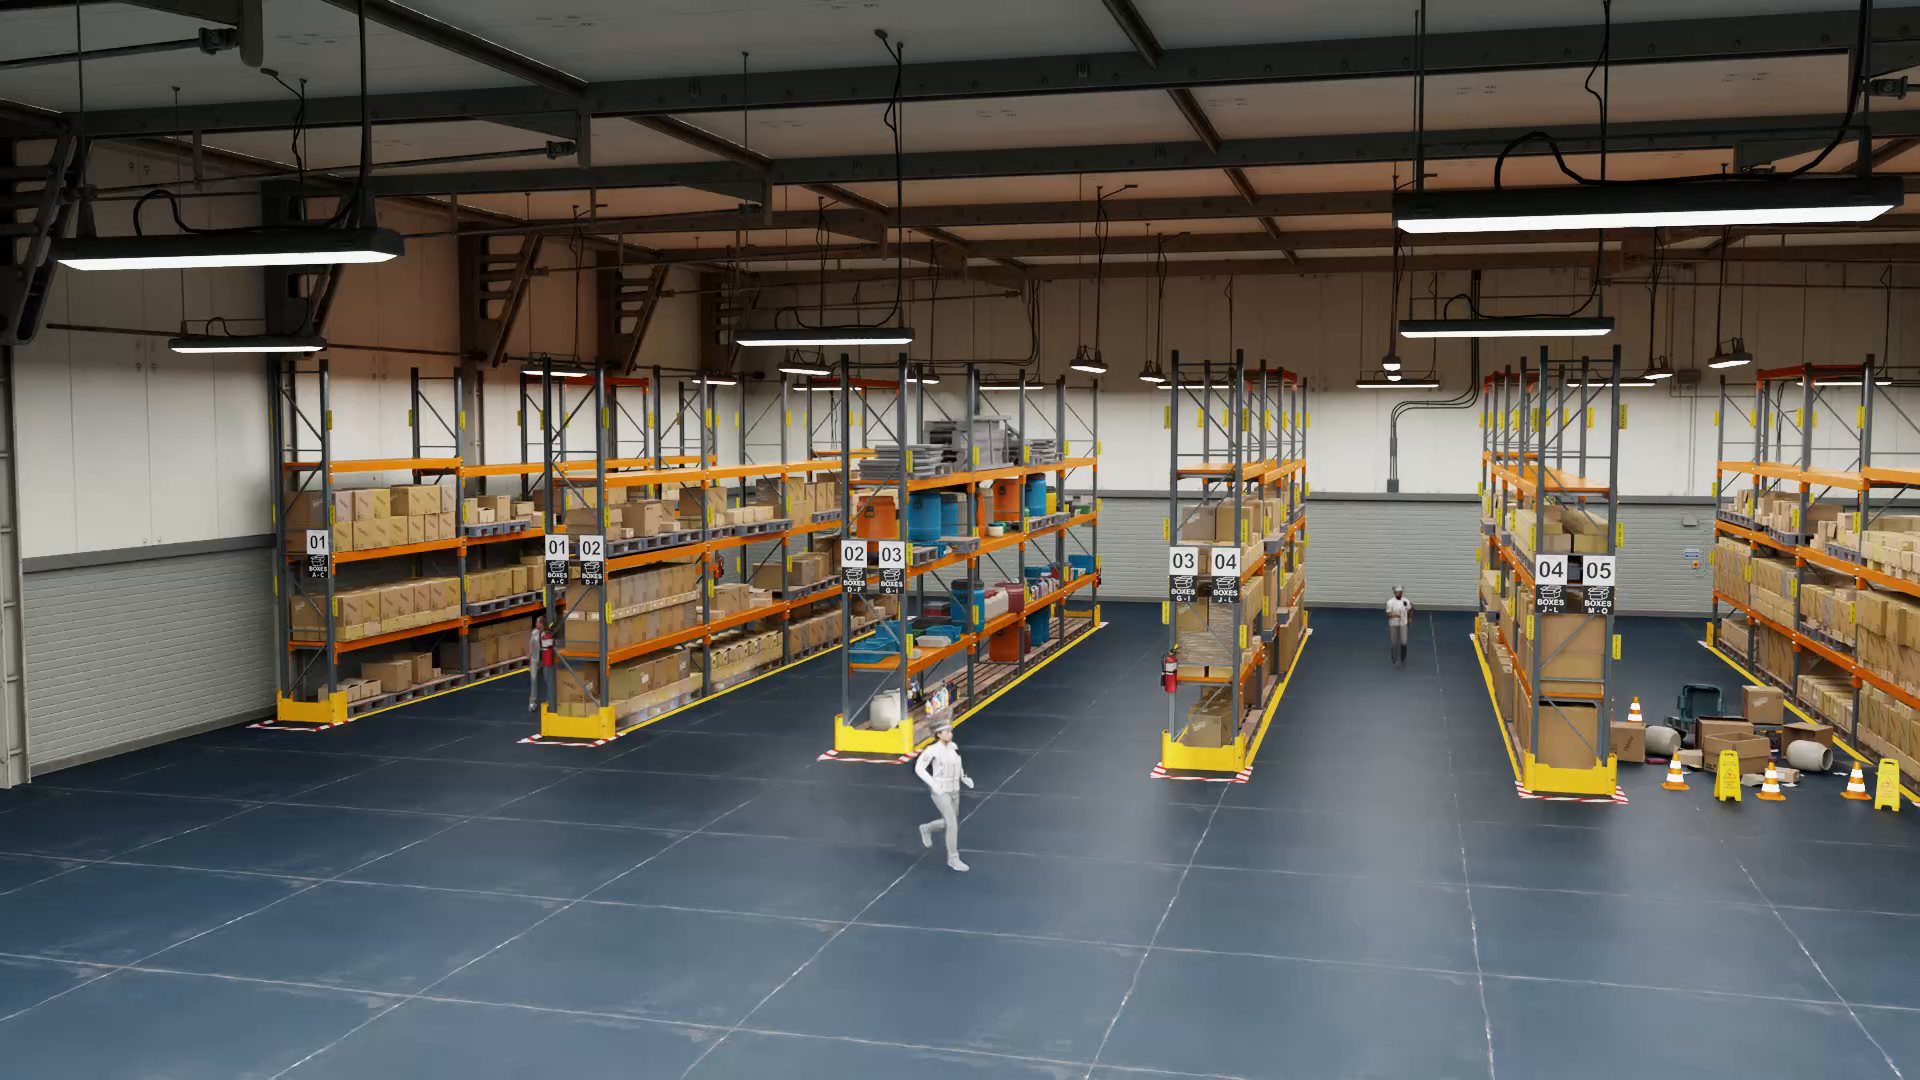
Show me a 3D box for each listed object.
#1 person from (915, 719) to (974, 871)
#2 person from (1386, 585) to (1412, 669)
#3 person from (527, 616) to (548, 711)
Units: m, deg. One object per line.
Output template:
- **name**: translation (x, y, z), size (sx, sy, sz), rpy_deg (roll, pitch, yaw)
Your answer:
- **person**: translation (-0.209, 2.837, 18.709), size (0.780, 1.687, 0.618), rpy_deg (4, 6, 42)
- **person**: translation (8.861, 1.752, 33.533), size (0.544, 1.701, 0.688), rpy_deg (1, 4, 10)
- **person**: translation (-7.264, 2.109, 28.843), size (0.534, 1.590, 0.889), rpy_deg (1, 4, 8)
